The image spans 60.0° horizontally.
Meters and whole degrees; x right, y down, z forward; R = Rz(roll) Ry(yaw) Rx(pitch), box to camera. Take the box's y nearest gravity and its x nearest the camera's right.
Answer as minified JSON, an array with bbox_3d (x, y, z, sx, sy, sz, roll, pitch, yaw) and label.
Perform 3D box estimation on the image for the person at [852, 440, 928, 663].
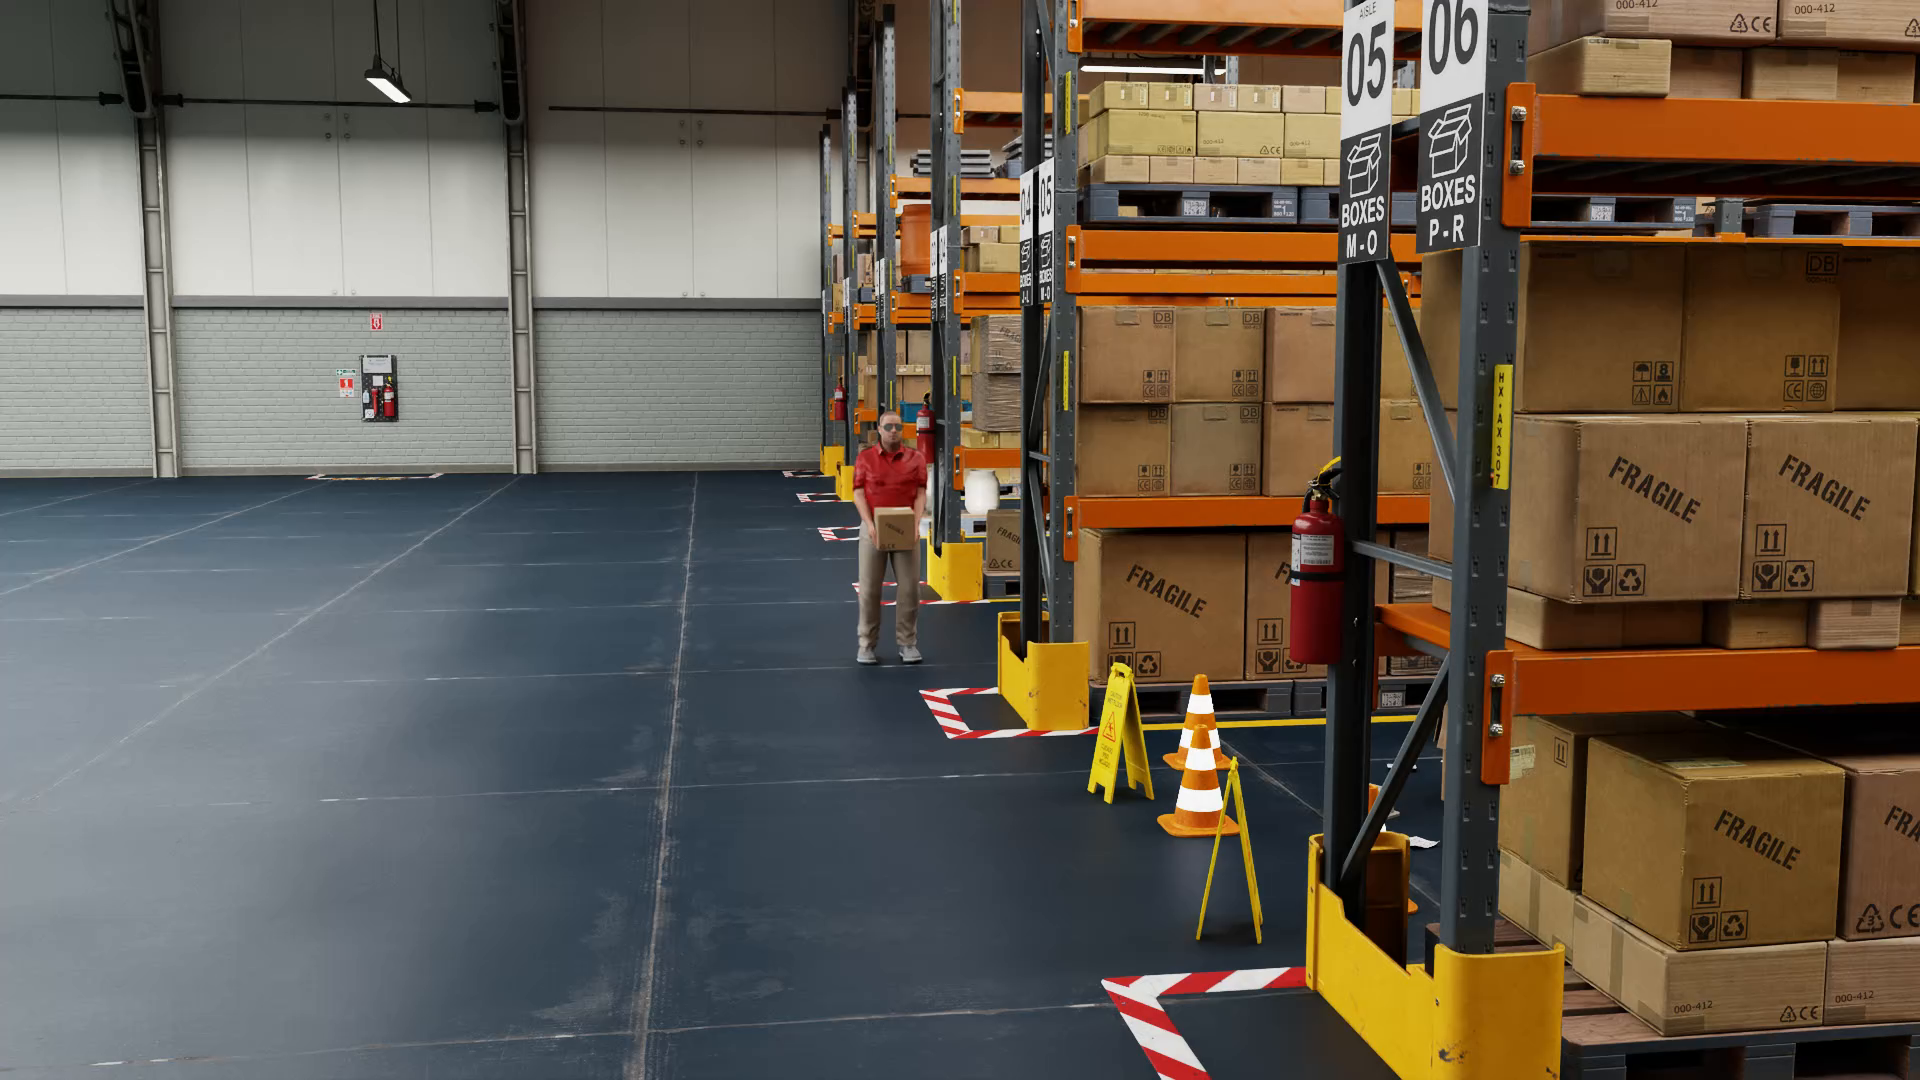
[{"bbox_3d":[-0.478,0.071,11.503,0.521,1.533,0.387,-1,7,-9],"label":"person"}]
